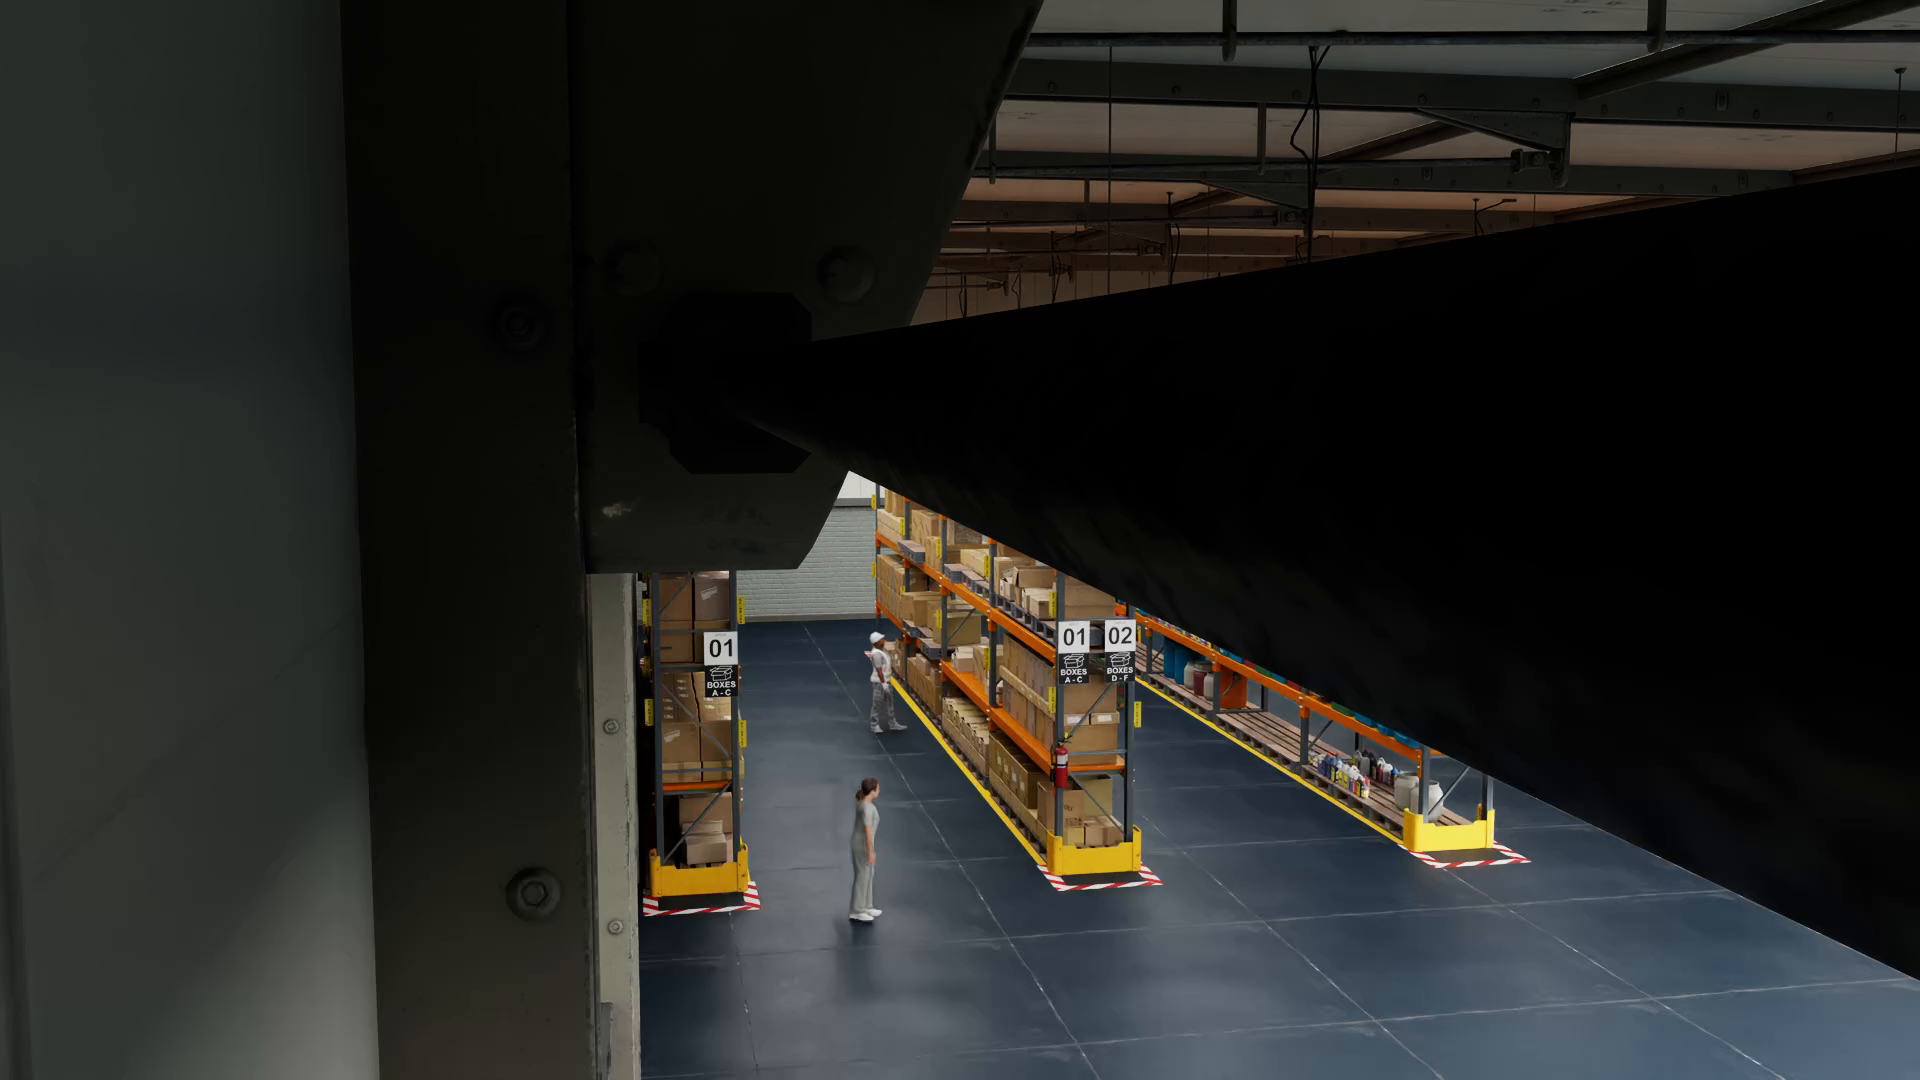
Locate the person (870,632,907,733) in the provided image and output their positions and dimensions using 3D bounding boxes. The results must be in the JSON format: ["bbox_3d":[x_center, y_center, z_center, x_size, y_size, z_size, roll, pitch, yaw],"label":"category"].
[{"bbox_3d":[-1.280,2.478,29.024,0.602,1.764,0.642,2,6,15],"label":"person"}]

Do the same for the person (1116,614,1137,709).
[{"bbox_3d":[3.066,2.253,31.136,0.508,1.713,1.060,-1,6,-13],"label":"person"}]

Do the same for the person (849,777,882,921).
[{"bbox_3d":[-1.087,3.557,19.127,0.388,1.657,0.491,-1,6,-6],"label":"person"}]
